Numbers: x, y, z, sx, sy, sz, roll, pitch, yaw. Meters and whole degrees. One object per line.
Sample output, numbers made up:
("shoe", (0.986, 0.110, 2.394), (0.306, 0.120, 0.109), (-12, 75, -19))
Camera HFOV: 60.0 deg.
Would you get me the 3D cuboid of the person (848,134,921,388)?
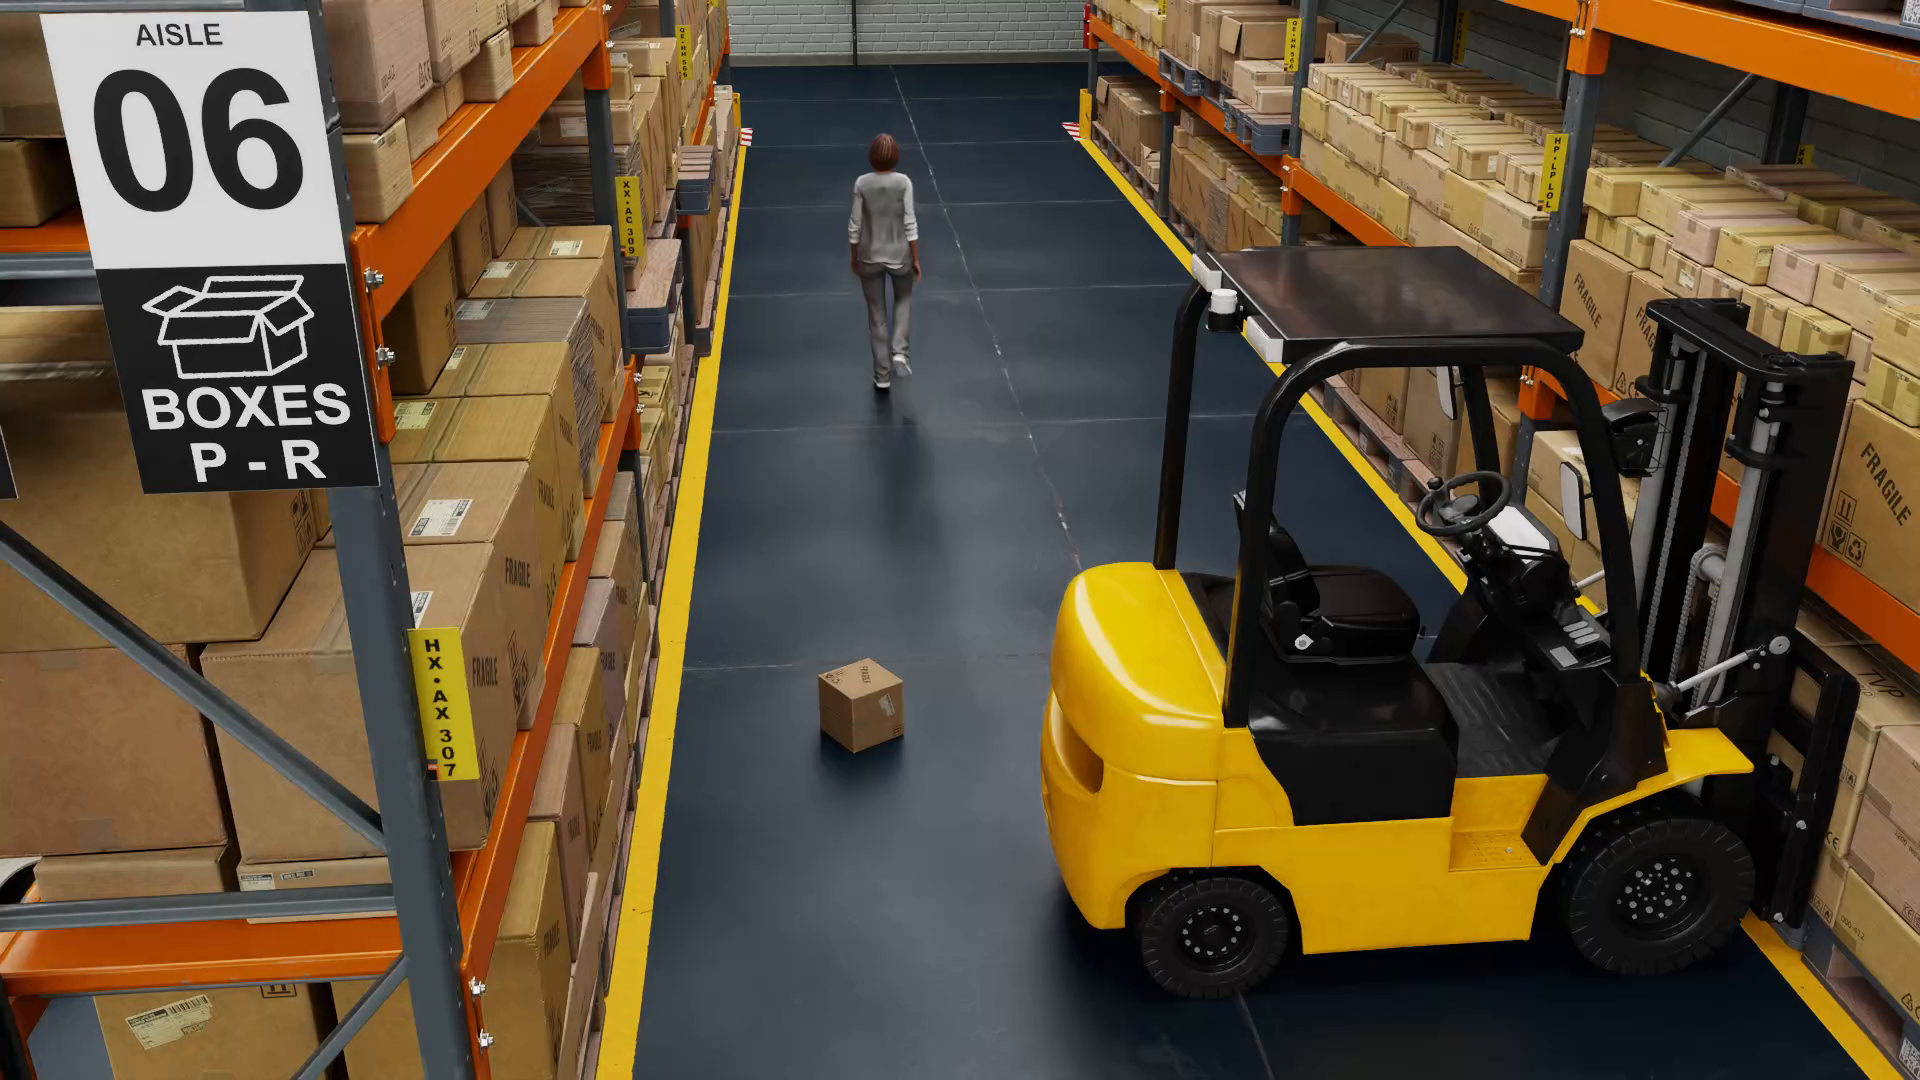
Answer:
("person", (-0.477, -1.763, 10.517), (0.447, 1.608, 0.470), (-3, 24, -6))
